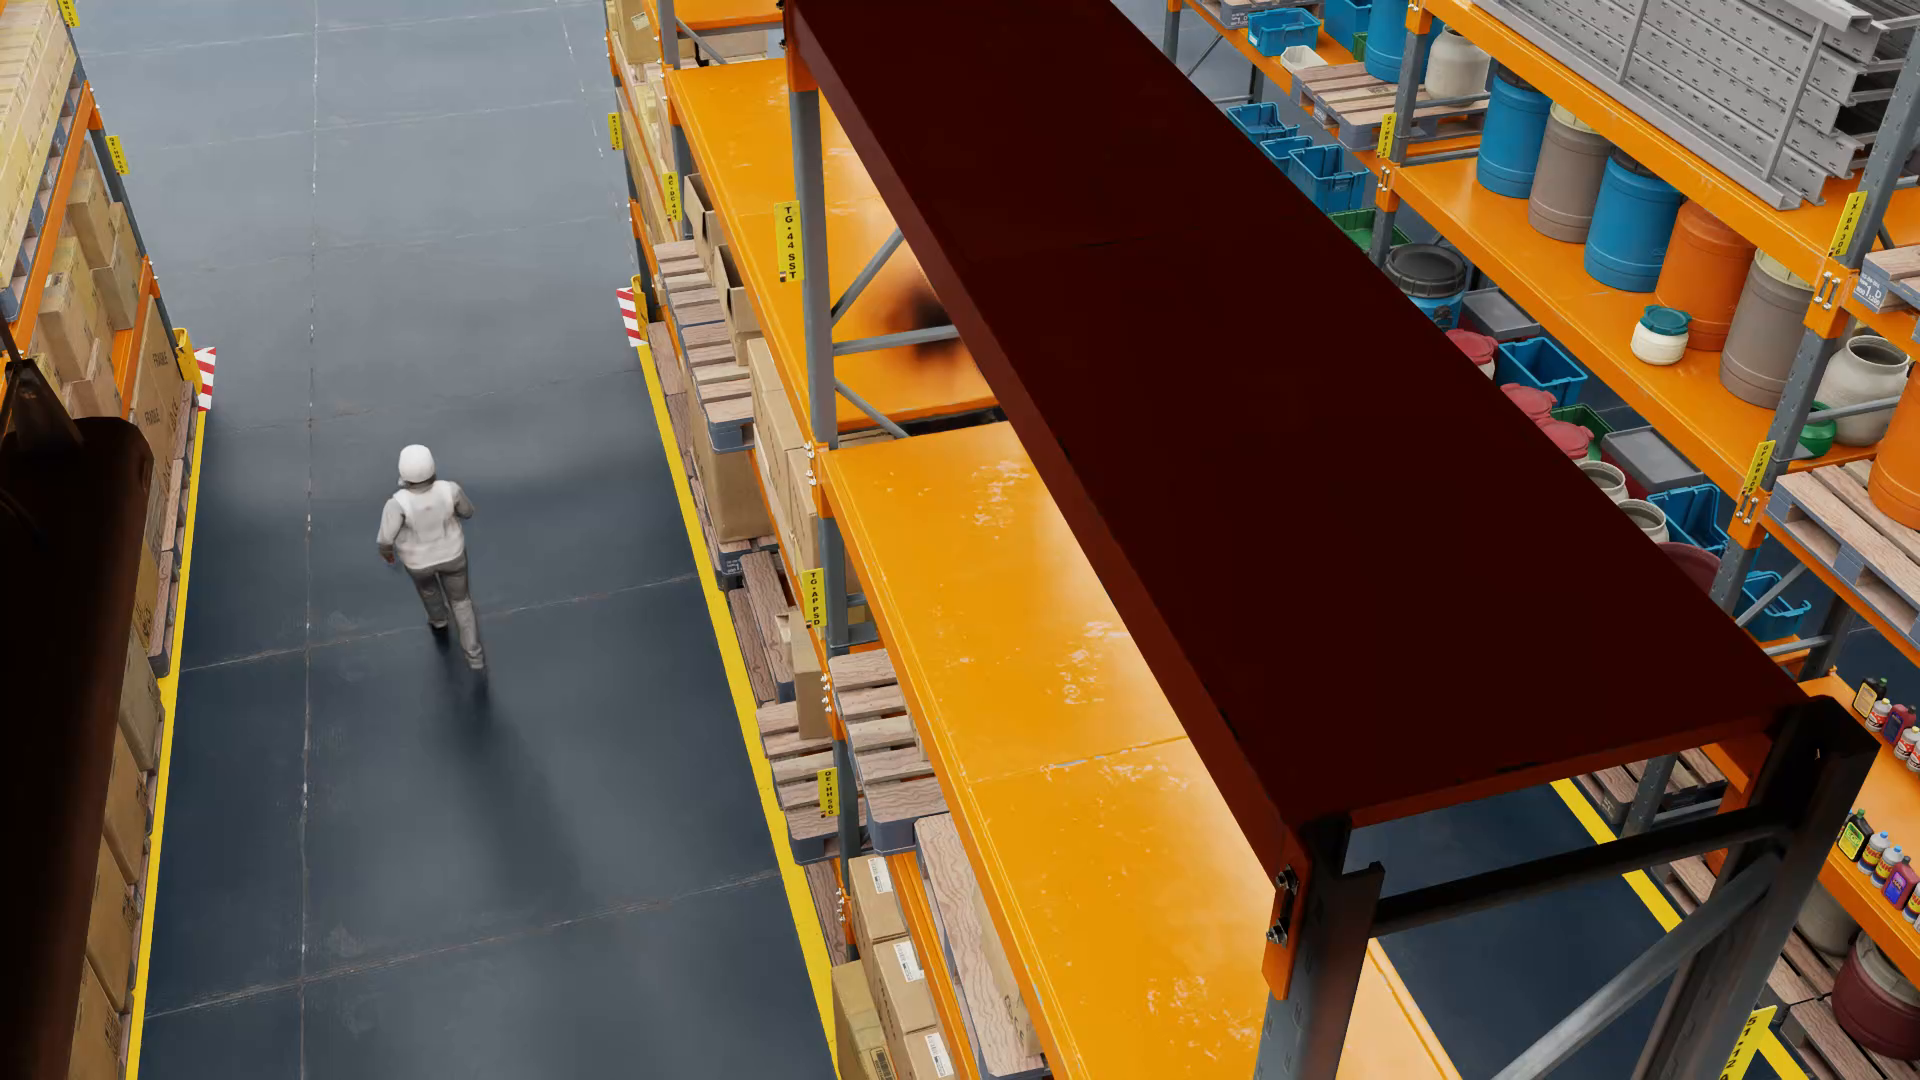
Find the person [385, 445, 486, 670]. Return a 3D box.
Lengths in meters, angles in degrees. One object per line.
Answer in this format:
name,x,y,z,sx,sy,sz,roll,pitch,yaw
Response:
person,-3.625,0.097,11.275,0.548,1.782,0.953,-15,41,-18
